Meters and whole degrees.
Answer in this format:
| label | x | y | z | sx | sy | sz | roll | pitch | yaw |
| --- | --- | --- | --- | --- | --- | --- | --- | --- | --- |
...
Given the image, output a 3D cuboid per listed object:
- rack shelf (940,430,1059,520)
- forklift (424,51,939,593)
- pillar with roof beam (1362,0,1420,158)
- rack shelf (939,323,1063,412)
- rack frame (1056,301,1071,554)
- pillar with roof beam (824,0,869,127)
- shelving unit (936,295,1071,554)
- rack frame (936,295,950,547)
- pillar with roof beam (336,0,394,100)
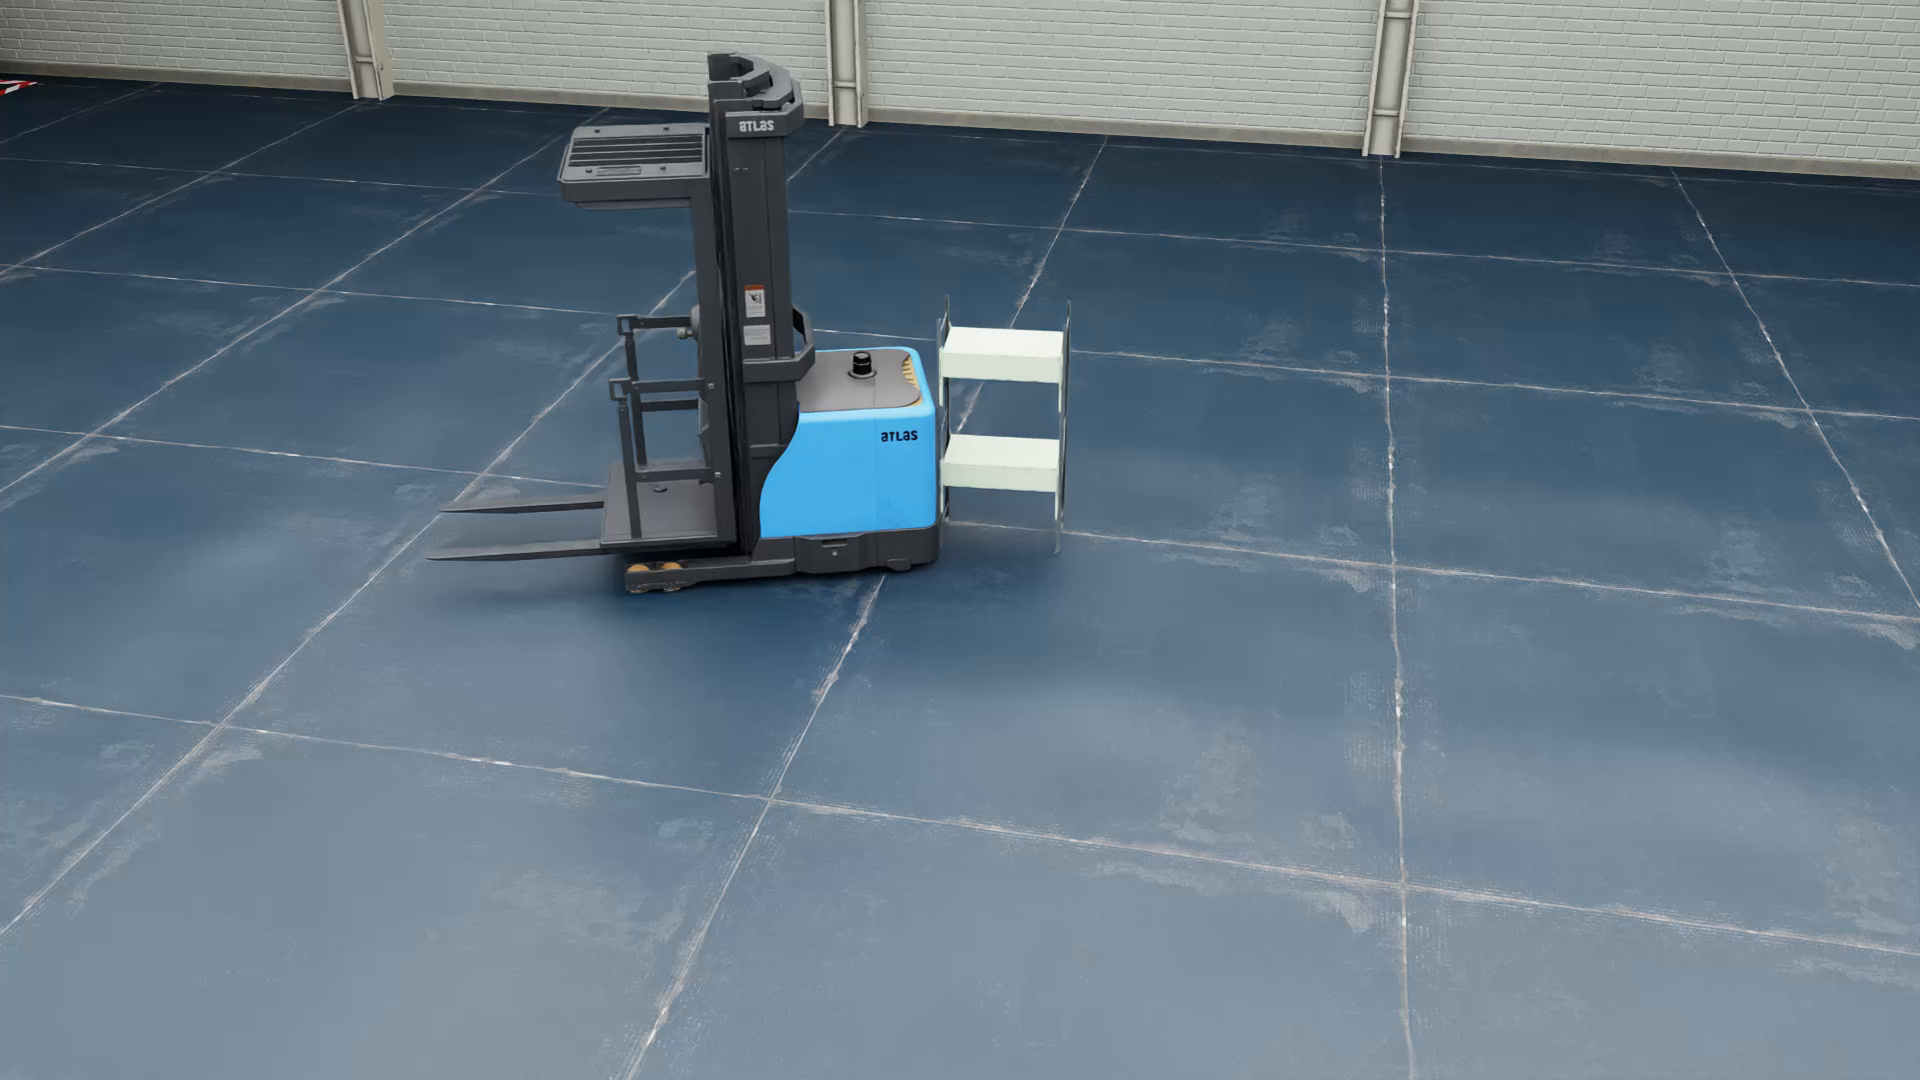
| label | x | y | z | sx | sy | sz | roll | pitch | yaw |
| --- | --- | --- | --- | --- | --- | --- | --- | --- | --- |
| rack shelf | 0.263 | -0.405 | 10.269 | 0.720 | 0.370 | 0.431 | 3 | 29 | 6 |
| forklift | -1.688 | -1.240 | 9.625 | 3.031 | 2.935 | 1.130 | -4 | 29 | -7 |
| pillar with roof beam | 3.685 | -6.143 | 12.262 | 0.400 | 9.000 | 9.100 | 6 | 29 | 11 |
| rack shelf | 0.263 | -1.033 | 9.925 | 0.720 | 0.370 | 0.431 | 3 | 29 | 6 |
| rack frame | 0.626 | -0.669 | 10.073 | 0.023 | 1.500 | 0.400 | 3 | 29 | 6 |
| pillar with roof beam | -2.183 | -6.744 | 13.361 | 0.400 | 9.000 | 9.100 | 6 | 29 | 11 |
| shelving unit | 0.263 | -0.691 | 10.113 | 0.755 | 1.500 | 0.431 | 3 | 29 | 6 |
| rack frame | -0.101 | -0.713 | 10.153 | 0.023 | 1.500 | 0.400 | 3 | 29 | 6 |
| pillar with roof beam | -8.050 | -7.346 | 14.460 | 0.400 | 9.000 | 9.100 | 6 | 29 | 11 |
